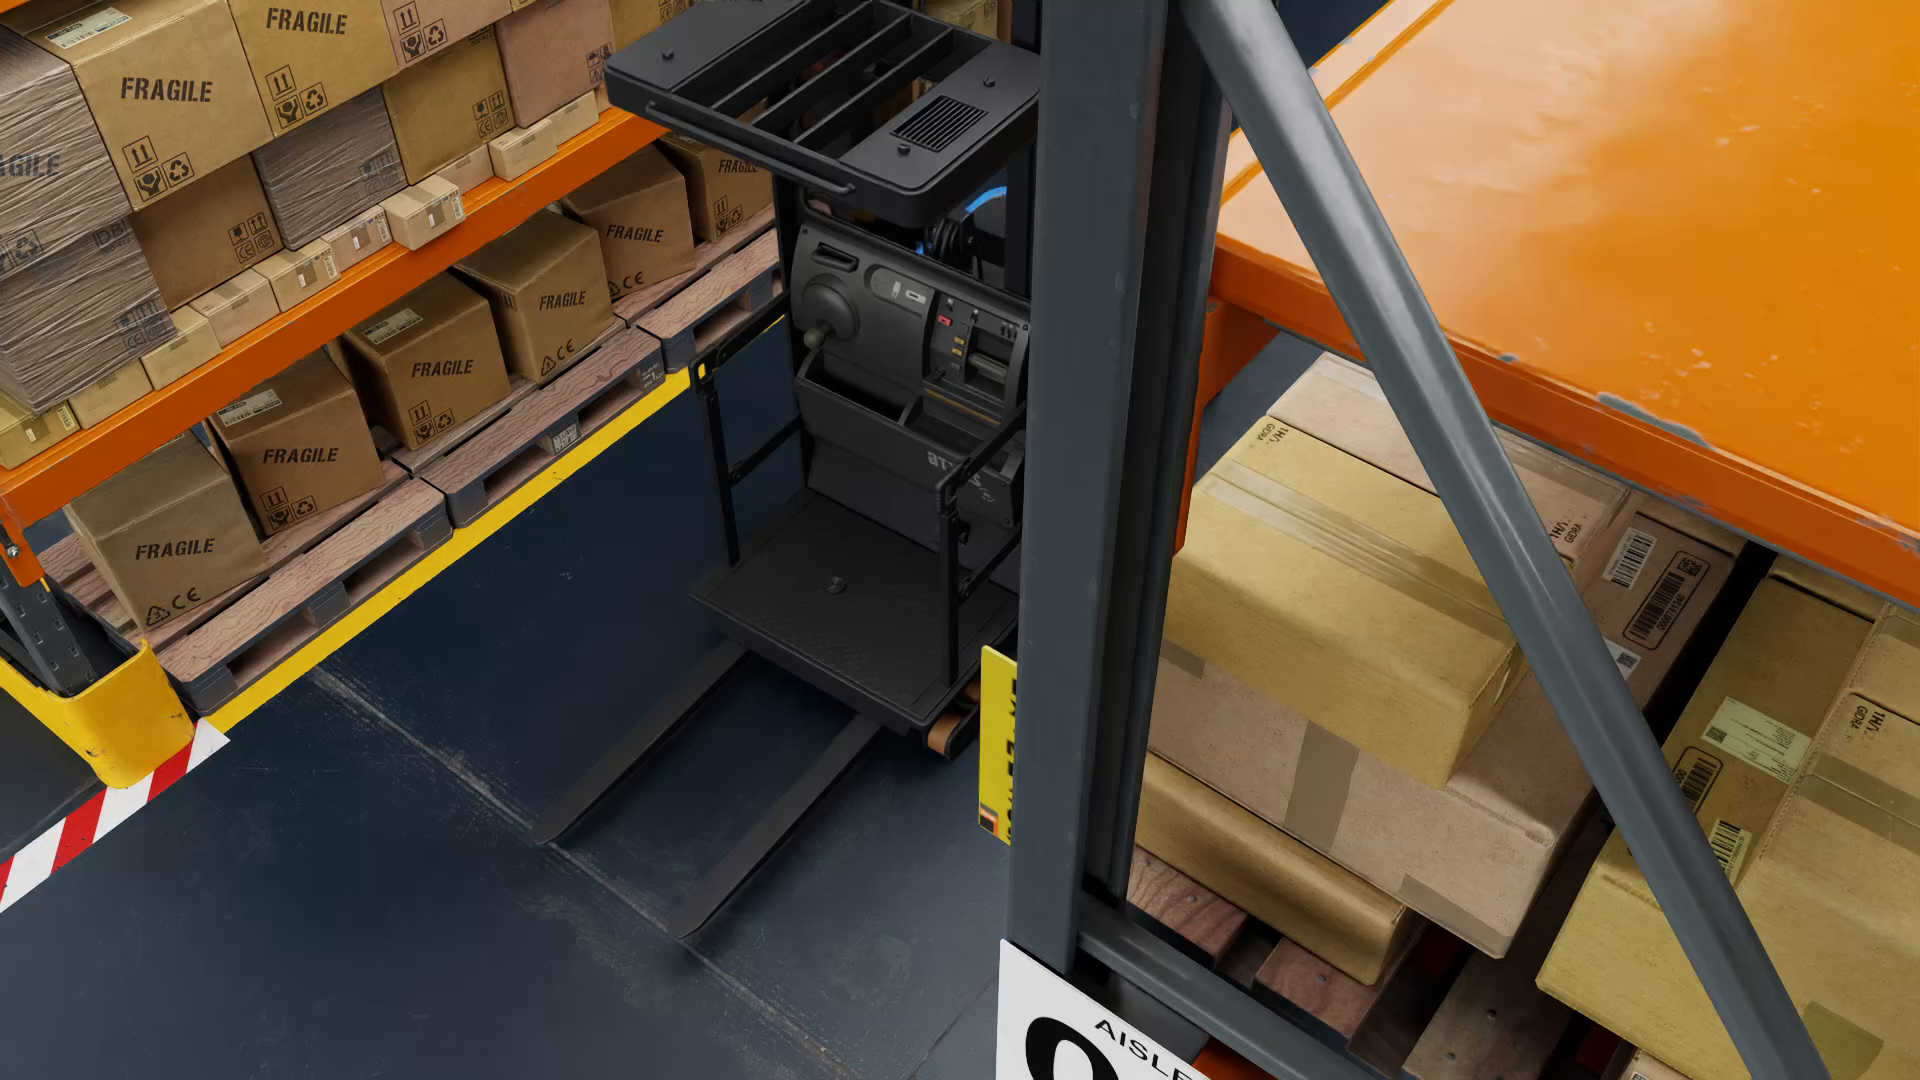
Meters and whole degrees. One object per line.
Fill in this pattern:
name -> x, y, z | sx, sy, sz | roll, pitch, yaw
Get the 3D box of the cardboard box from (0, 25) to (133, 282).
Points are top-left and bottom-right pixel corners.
cardboard box -> -2.827, -1.122, 4.781 | 0.500, 0.500, 0.500 | 29, 53, 25

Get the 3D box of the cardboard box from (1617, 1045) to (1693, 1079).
cardboard box -> 0.947, 0.622, 1.821 | 0.380, 0.149, 0.250 | 30, 53, 25

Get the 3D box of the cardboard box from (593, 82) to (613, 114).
cardboard box -> -1.515, -1.862, 6.628 | 0.380, 0.149, 0.250 | 29, 53, 25

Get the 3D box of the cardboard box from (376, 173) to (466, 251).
cardboard box -> -2.023, -1.232, 6.026 | 0.380, 0.149, 0.250 | 29, 53, 25

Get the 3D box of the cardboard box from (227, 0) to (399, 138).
cardboard box -> -2.212, -1.692, 5.326 | 0.500, 0.500, 0.500 | 29, 53, 25

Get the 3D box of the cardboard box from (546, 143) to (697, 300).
cardboard box -> -1.554, -1.474, 7.521 | 0.500, 0.500, 0.500 | -26, 52, -23

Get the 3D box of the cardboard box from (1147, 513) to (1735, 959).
cardboard box -> 0.562, 0.135, 2.011 | 0.500, 0.250, 0.500 | 30, 53, 25

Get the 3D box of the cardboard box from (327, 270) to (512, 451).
cardboard box -> -2.248, -0.784, 6.863 | 0.500, 0.500, 0.500 | 34, 55, 28

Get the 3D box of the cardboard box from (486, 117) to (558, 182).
cardboard box -> -1.761, -1.543, 6.323 | 0.380, 0.149, 0.250 | 29, 53, 25

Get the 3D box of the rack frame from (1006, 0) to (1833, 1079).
rack frame -> 0.484, -0.267, 0.782 | 1.000, 3.000, 0.127 | 29, 53, 25

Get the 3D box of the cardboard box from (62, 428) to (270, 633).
cardboard box -> -2.984, -0.077, 6.187 | 0.500, 0.500, 0.500 | -33, 54, -27

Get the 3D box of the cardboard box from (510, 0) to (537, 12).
cardboard box -> -1.602, -2.265, 5.873 | 0.500, 0.500, 0.500 | 29, 53, 25

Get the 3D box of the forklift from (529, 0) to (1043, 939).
forklift -> -0.290, -0.635, 5.330 | 1.130, 2.935, 3.031 | 27, 52, 23

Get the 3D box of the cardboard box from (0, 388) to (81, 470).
cardboard box -> -3.016, -0.416, 5.247 | 0.380, 0.149, 0.250 | 29, 53, 25

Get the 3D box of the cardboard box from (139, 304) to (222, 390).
cardboard box -> -2.684, -0.687, 5.506 | 0.380, 0.149, 0.250 | 29, 53, 25

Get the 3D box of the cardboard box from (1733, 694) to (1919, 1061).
cardboard box -> 0.940, 0.351, 1.529 | 0.380, 0.149, 0.250 | 30, 53, 25

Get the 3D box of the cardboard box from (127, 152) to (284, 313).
cardboard box -> -2.811, -1.224, 5.570 | 0.875, 0.500, 0.500 | 29, 53, 25

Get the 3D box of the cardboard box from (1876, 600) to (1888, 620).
cardboard box -> 1.250, 0.061, 1.806 | 0.380, 0.149, 0.250 | 28, 53, 25

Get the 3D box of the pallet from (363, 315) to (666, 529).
pallet -> -2.062, -0.670, 7.244 | 1.003, 0.211, 1.213 | 29, 53, 25

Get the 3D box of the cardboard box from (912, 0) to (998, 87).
cardboard box -> -0.235, -2.629, 8.612 | 0.700, 0.500, 0.500 | 29, 53, 25

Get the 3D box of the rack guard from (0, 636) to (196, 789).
rack guard -> -3.333, 0.375, 6.046 | 1.175, 0.500, 0.348 | 29, 53, 25

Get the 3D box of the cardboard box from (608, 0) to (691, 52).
cardboard box -> -1.591, -2.371, 6.665 | 0.875, 0.500, 0.500 | 29, 53, 25

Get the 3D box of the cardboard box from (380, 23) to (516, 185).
cardboard box -> -2.156, -1.772, 6.094 | 0.875, 0.500, 0.500 | 29, 53, 25

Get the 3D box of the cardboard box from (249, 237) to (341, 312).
cardboard box -> -2.389, -0.979, 5.785 | 0.380, 0.149, 0.250 | 29, 53, 25

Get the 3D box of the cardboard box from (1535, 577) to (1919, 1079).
cardboard box -> 0.982, 0.376, 1.781 | 0.500, 0.250, 0.500 | 29, 53, 25

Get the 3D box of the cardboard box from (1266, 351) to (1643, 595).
cardboard box -> 0.575, -0.084, 1.944 | 0.380, 0.149, 0.250 | 29, 53, 25

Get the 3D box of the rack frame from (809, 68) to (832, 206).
rack frame -> -0.934, -2.734, 7.287 | 1.000, 3.000, 0.127 | 29, 53, 25

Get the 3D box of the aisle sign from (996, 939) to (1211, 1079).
aisle sign -> 0.203, 0.815, 2.099 | 0.394, 0.787, 0.004 | 29, 53, 25

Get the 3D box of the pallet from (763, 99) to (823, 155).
pallet -> -0.459, -2.217, 8.722 | 1.003, 0.211, 1.213 | 29, 53, 25

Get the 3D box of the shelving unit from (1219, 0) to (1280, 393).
shelving unit -> 0.835, -1.398, 6.633 | 0.503, 2.100, 0.431 | -26, 52, -23

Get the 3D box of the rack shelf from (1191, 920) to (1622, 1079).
rack shelf -> 1.707, -0.127, 3.220 | 1.077, 0.370, 4.000 | 29, 53, 25

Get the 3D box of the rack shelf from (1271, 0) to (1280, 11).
rack shelf -> 0.835, -1.872, 6.137 | 0.480, 0.518, 0.431 | -26, 52, -23
